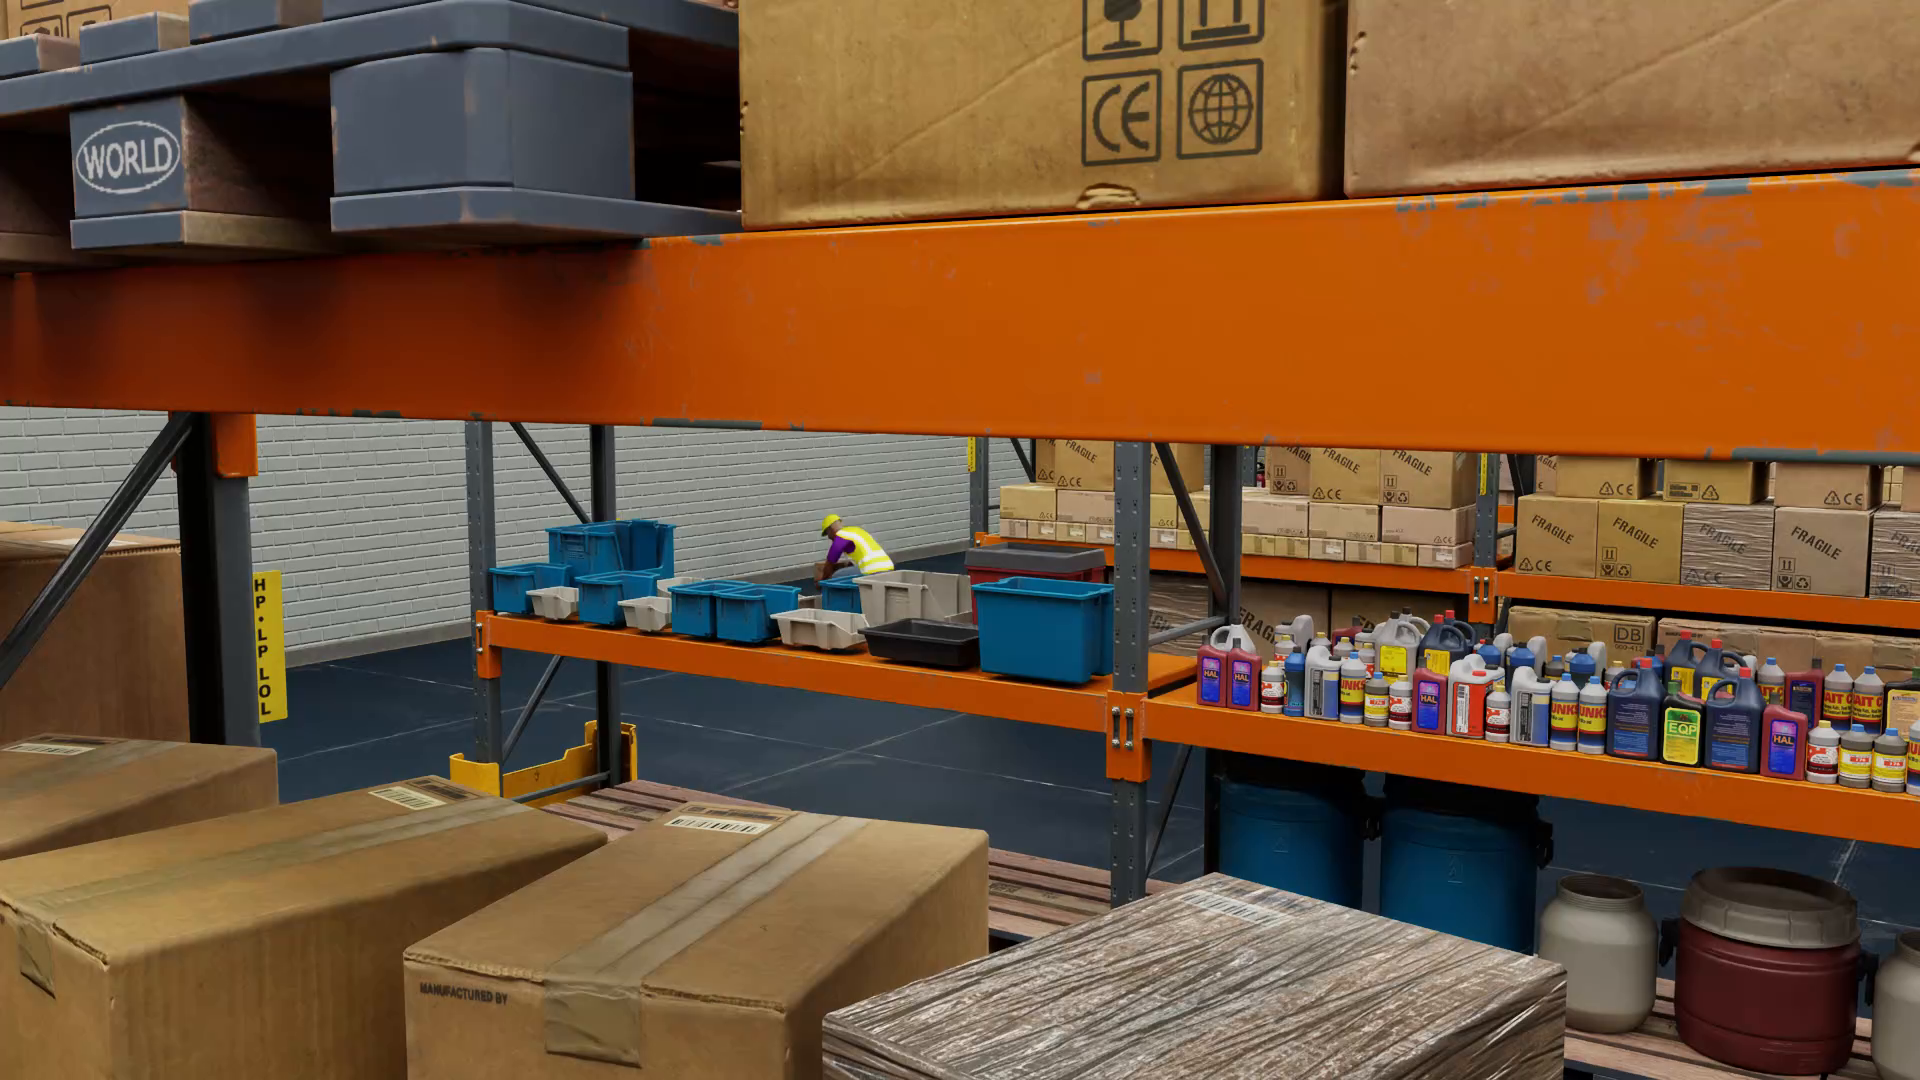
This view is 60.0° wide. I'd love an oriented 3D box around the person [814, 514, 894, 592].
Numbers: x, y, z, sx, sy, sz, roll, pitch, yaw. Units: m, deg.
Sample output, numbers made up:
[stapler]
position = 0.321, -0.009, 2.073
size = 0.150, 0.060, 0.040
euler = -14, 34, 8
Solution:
[person]
position = -1.169, 0.224, 18.188
size = 0.873, 1.001, 0.587
euler = 4, 8, 33
